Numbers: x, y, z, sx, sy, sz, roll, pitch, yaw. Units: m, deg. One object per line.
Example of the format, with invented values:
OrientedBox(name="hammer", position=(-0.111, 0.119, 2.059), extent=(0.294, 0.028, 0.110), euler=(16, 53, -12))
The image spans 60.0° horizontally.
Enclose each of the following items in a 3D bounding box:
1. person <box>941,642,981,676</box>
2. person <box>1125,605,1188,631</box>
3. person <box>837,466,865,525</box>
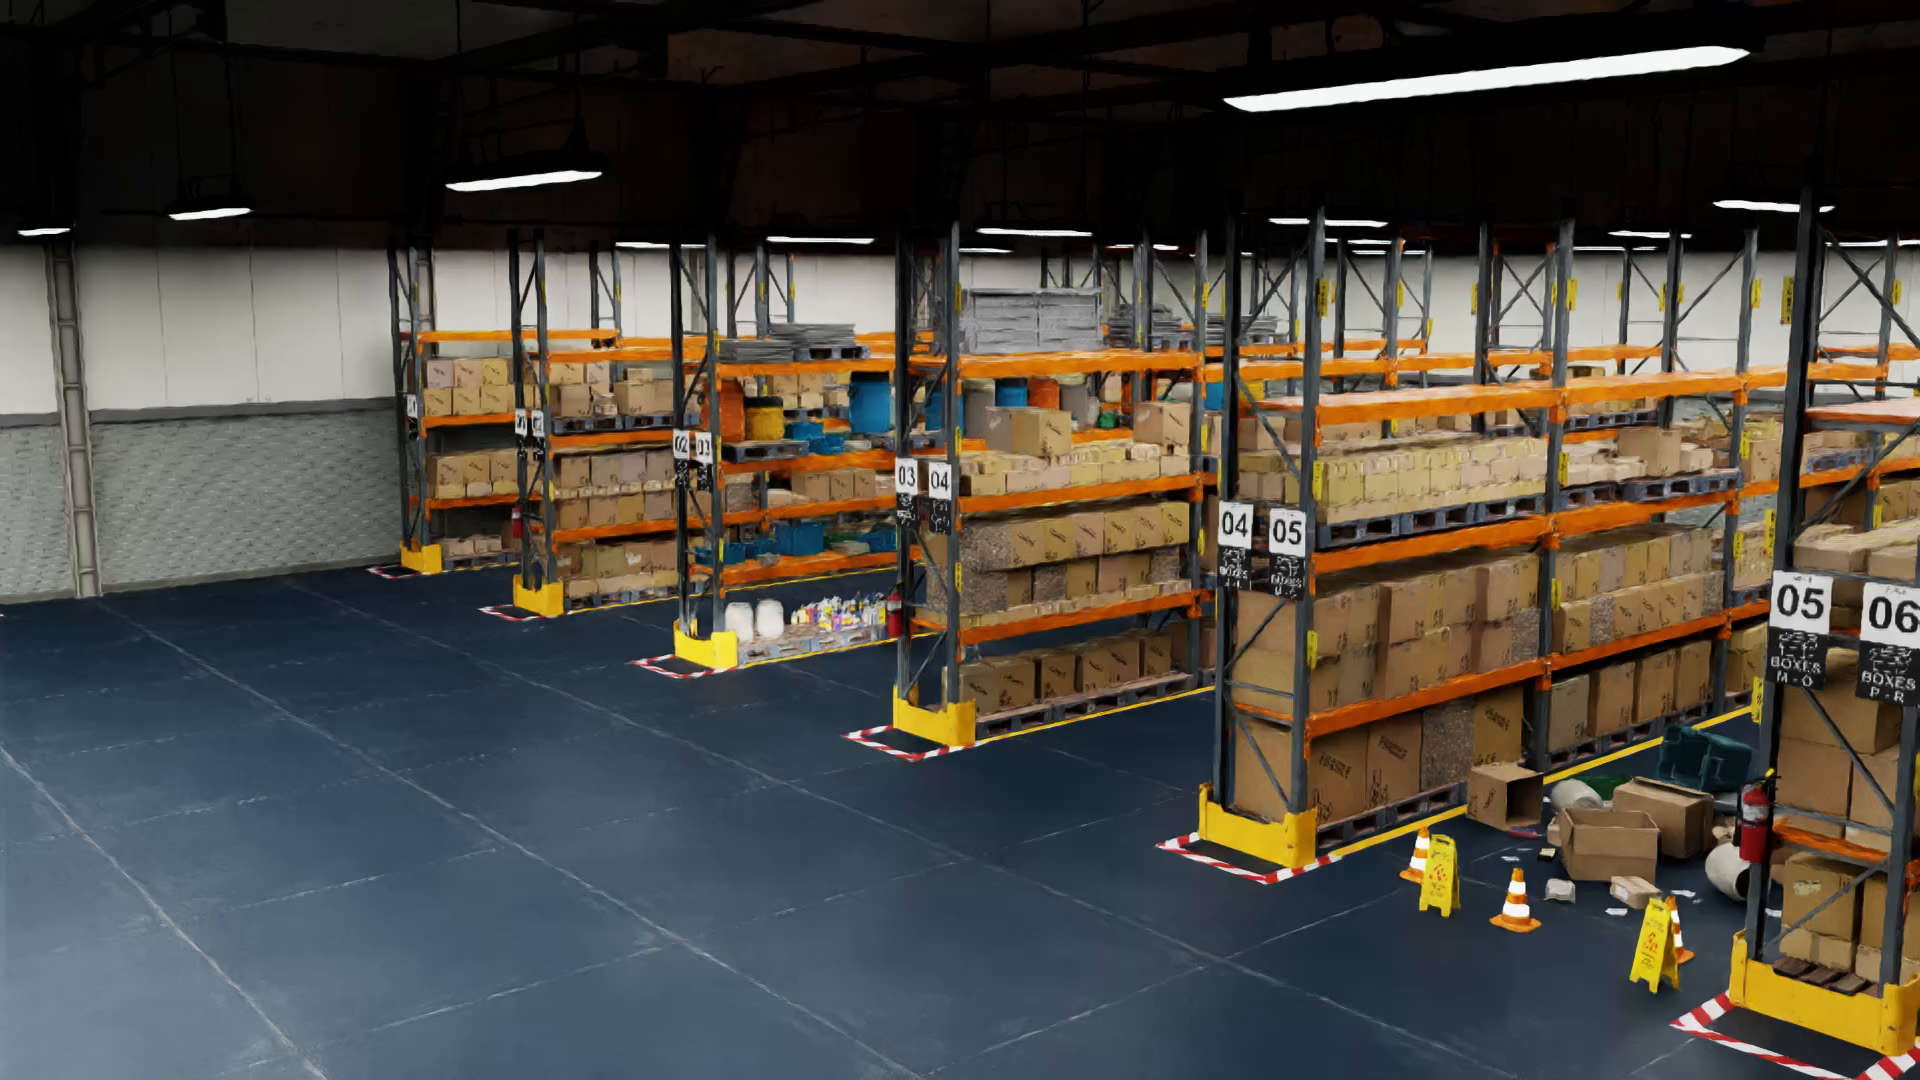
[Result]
OrientedBox(name="person", position=(-0.017, 0.929, 22.018), extent=(0.528, 1.728, 1.032), euler=(8, 12, 41))
OrientedBox(name="person", position=(2.960, 0.548, 24.481), extent=(1.037, 1.728, 0.531), euler=(-5, 10, -31))
OrientedBox(name="person", position=(-2.155, -0.677, 32.823), extent=(1.078, 1.588, 0.450), euler=(-7, 11, -37))
